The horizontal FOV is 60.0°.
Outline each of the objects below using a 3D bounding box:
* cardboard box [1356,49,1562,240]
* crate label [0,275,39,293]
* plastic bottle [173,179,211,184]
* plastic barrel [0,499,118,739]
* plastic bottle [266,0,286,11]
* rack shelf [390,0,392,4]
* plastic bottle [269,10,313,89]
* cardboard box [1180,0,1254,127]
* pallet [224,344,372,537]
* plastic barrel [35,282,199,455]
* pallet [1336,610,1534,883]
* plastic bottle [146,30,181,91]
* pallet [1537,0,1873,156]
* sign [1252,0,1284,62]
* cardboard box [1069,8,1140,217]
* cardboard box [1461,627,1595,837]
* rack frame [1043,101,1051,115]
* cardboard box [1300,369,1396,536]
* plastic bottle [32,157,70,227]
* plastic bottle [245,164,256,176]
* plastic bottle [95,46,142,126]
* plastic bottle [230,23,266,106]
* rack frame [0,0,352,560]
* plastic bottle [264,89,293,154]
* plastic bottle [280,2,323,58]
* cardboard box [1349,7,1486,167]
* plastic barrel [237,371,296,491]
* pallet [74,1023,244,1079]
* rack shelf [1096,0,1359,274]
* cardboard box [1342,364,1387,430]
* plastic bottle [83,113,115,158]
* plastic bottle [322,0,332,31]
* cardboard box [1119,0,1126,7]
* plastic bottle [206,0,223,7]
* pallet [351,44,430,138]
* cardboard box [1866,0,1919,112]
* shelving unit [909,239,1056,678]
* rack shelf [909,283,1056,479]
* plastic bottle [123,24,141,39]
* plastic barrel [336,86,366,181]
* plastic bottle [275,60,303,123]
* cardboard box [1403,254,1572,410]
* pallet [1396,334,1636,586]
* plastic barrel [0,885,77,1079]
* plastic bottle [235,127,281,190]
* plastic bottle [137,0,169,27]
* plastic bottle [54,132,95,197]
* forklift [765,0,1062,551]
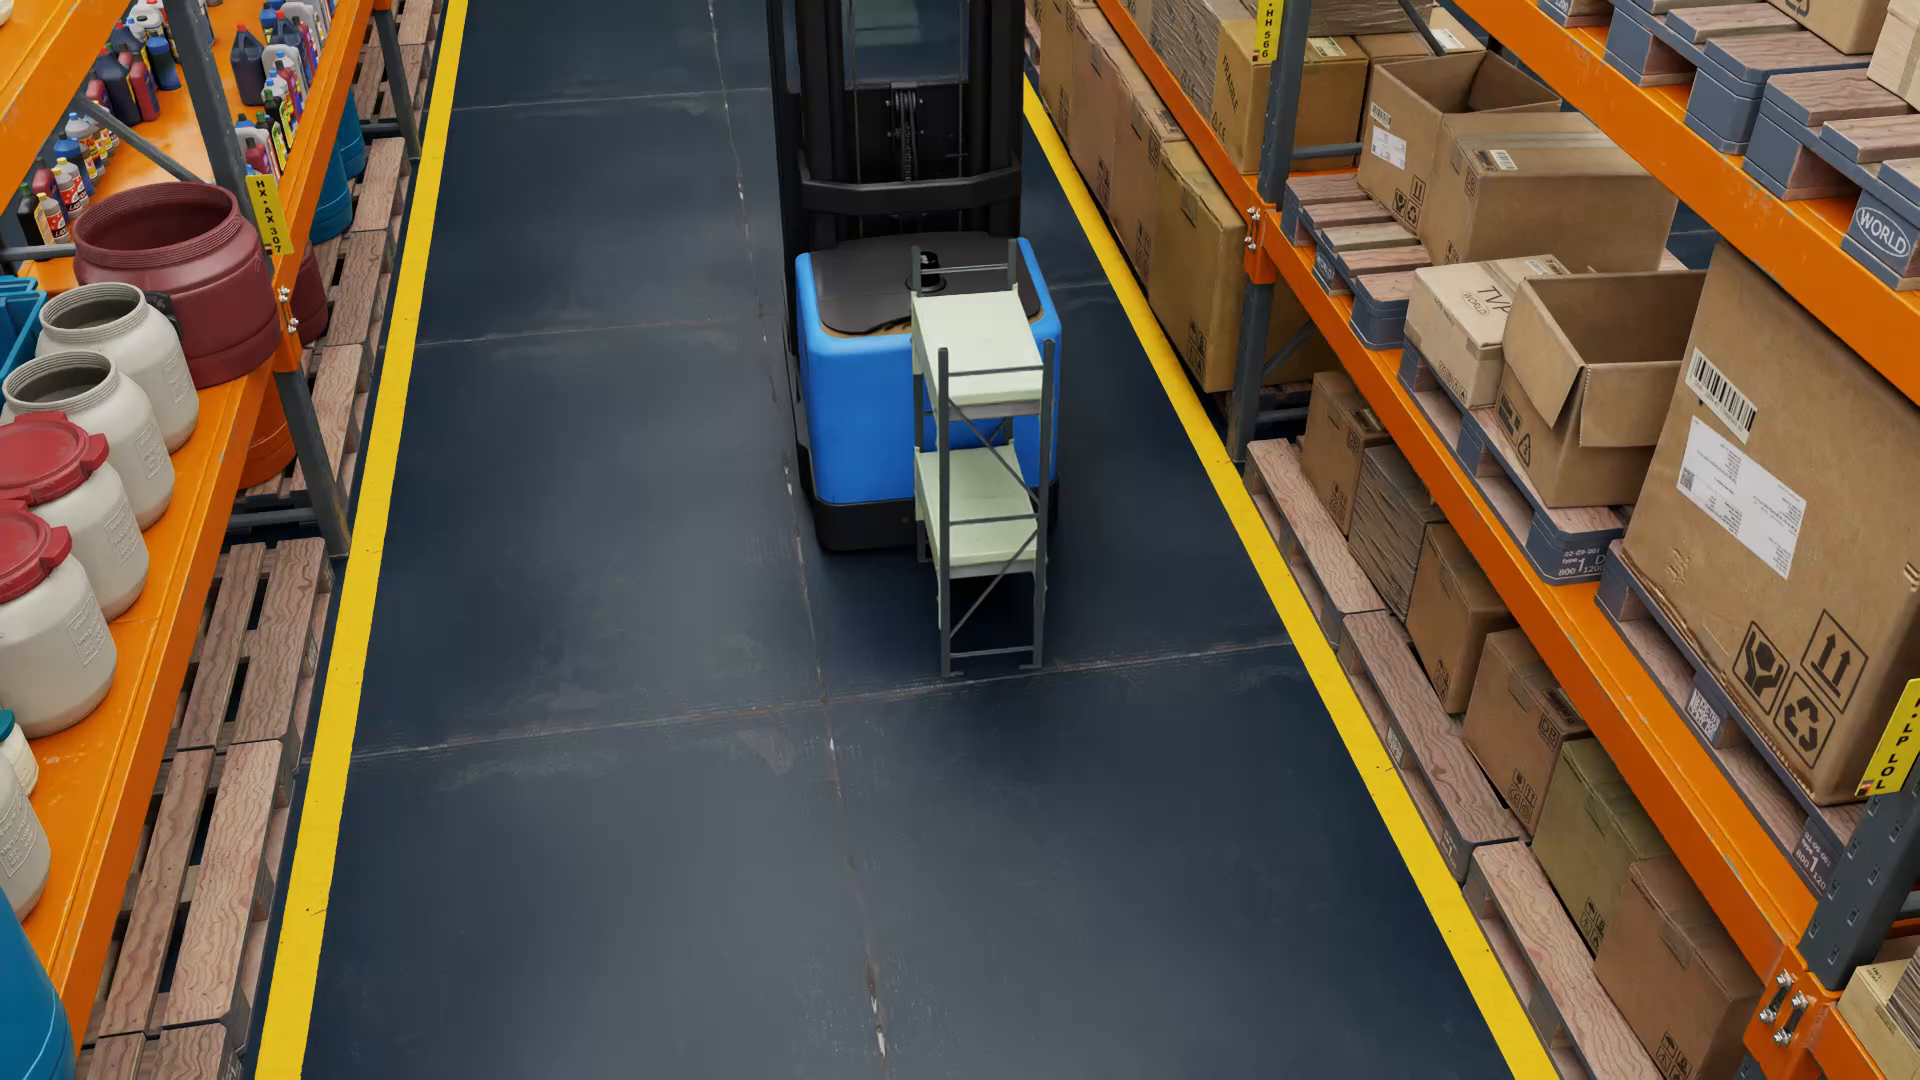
[{"bbox_3d":[1.880,-1.507,6.321,0.500,0.500,0.500,-11,39,-14],"label":"cardboard box"},{"bbox_3d":[-3.425,-0.730,5.881,0.303,0.233,0.416,-6,38,-8],"label":"crate label"},{"bbox_3d":[-3.037,-1.321,6.607,0.152,0.276,0.135,-6,38,-8],"label":"plastic bottle"},{"bbox_3d":[-2.509,0.227,4.402,0.433,0.535,0.433,0,38,0],"label":"plastic barrel"},{"bbox_3d":[-3.388,-2.621,8.284,0.097,0.271,0.097,0,38,0],"label":"plastic bottle"},{"bbox_3d":[-4.182,-4.431,11.094,1.077,0.370,4.000,-6,38,-8],"label":"rack shelf"},{"bbox_3d":[-3.155,-2.302,7.808,0.144,0.351,0.185,-6,38,-8],"label":"plastic bottle"},{"bbox_3d":[1.334,-2.236,7.602,0.500,0.500,0.500,-7,38,-8],"label":"cardboard box"},{"bbox_3d":[-3.309,-0.461,7.671,1.003,0.211,1.213,-6,38,-8],"label":"pallet"},{"bbox_3d":[-2.739,-0.536,5.404,0.421,0.512,0.421,0,38,0],"label":"plastic barrel"},{"bbox_3d":[2.092,0.685,6.196,1.003,0.211,1.213,-6,38,-8],"label":"pallet"},{"bbox_3d":[-3.753,-2.261,7.820,0.097,0.271,0.097,0,38,0],"label":"plastic bottle"},{"bbox_3d":[2.259,-1.328,4.223,1.213,0.211,1.003,-6,38,-8],"label":"pallet"},{"bbox_3d":[1.200,-2.019,6.460,0.100,0.325,0.005,-6,38,-8],"label":"sign"},{"bbox_3d":[1.334,-2.442,9.338,1.225,0.875,0.875,-7,38,-10],"label":"cardboard box"},{"bbox_3d":[2.197,0.605,5.705,0.700,0.500,0.500,-9,39,-12],"label":"cardboard box"},{"bbox_3d":[1.045,-4.039,10.004,1.000,3.000,0.127,-6,38,-8],"label":"rack frame"},{"bbox_3d":[1.883,-0.407,7.008,0.700,0.500,0.500,-8,39,-10],"label":"cardboard box"},{"bbox_3d":[-3.661,-1.382,6.679,0.061,0.283,0.133,-6,38,-8],"label":"plastic bottle"},{"bbox_3d":[-2.881,-1.409,6.723,0.097,0.271,0.097,0,38,0],"label":"plastic bottle"},{"bbox_3d":[-3.808,-2.061,7.497,0.144,0.351,0.185,-6,38,-8],"label":"plastic bottle"},{"bbox_3d":[-3.281,-2.204,7.682,0.144,0.351,0.185,-6,38,-8],"label":"plastic bottle"},{"bbox_3d":[-3.130,-1.091,6.209,1.000,3.000,0.127,-6,38,-8],"label":"rack frame"},{"bbox_3d":[-2.988,-1.845,7.275,0.061,0.283,0.133,-6,38,-8],"label":"plastic bottle"},{"bbox_3d":[-3.227,-2.508,8.134,0.152,0.276,0.135,-6,38,-8],"label":"plastic bottle"},{"bbox_3d":[1.929,-1.986,7.279,0.500,0.500,0.500,-5,38,-7],"label":"cardboard box"},{"bbox_3d":[-3.233,-0.693,7.124,0.600,0.830,0.708,-6,38,-8],"label":"plastic barrel"},{"bbox_3d":[-2.605,1.956,4.560,1.003,0.211,1.213,-6,38,-8],"label":"pallet"},{"bbox_3d":[1.396,-2.547,8.670,1.077,0.370,4.000,-6,38,-8],"label":"rack shelf"},{"bbox_3d":[1.893,-0.705,6.780,0.500,0.250,0.500,-5,38,-6],"label":"cardboard box"},{"bbox_3d":[-3.766,-1.774,7.251,0.097,0.201,0.097,0,38,0],"label":"plastic bottle"},{"bbox_3d":[-3.292,-2.729,8.419,0.152,0.276,0.135,-6,38,-8],"label":"plastic bottle"},{"bbox_3d":[1.056,-3.168,8.802,0.500,0.500,0.500,-7,38,-9],"label":"cardboard box"},{"bbox_3d":[-3.942,-2.911,8.714,0.097,0.201,0.097,0,38,0],"label":"plastic bottle"},{"bbox_3d":[-3.998,-2.845,10.740,1.003,0.211,1.213,-6,38,-8],"label":"pallet"},{"bbox_3d":[2.184,-1.062,3.494,0.396,0.266,0.258,-5,38,-6],"label":"cardboard box"},{"bbox_3d":[0.070,-0.294,6.406,0.431,1.500,0.755,-5,38,-7],"label":"shelving unit"},{"bbox_3d":[0.070,-0.602,6.166,0.431,0.370,0.720,-5,38,-7],"label":"rack shelf"},{"bbox_3d":[-3.912,-2.304,7.876,0.097,0.271,0.097,0,38,0],"label":"plastic bottle"},{"bbox_3d":[-3.753,-2.513,9.408,0.600,0.901,0.708,-6,38,-8],"label":"plastic barrel"},{"bbox_3d":[-3.045,-2.043,7.530,0.061,0.283,0.133,-6,38,-8],"label":"plastic bottle"},{"bbox_3d":[1.814,-0.693,5.477,0.500,0.250,0.500,-7,38,-9],"label":"cardboard box"},{"bbox_3d":[2.134,-0.356,5.420,1.003,0.211,1.213,-6,38,-8],"label":"pallet"},{"bbox_3d":[-2.198,0.862,3.287,0.600,0.901,0.708,-6,38,-8],"label":"plastic barrel"},{"bbox_3d":[-2.969,-1.617,6.988,0.152,0.276,0.135,-6,38,-8],"label":"plastic bottle"},{"bbox_3d":[-3.963,-2.578,8.224,0.152,0.276,0.135,-6,38,-8],"label":"plastic bottle"},{"bbox_3d":[-3.698,-1.567,6.927,0.097,0.271,0.097,0,38,0],"label":"plastic bottle"},{"bbox_3d":[-0.305,-2.011,7.449,1.130,2.935,3.031,-5,38,-7],"label":"forklift"}]
